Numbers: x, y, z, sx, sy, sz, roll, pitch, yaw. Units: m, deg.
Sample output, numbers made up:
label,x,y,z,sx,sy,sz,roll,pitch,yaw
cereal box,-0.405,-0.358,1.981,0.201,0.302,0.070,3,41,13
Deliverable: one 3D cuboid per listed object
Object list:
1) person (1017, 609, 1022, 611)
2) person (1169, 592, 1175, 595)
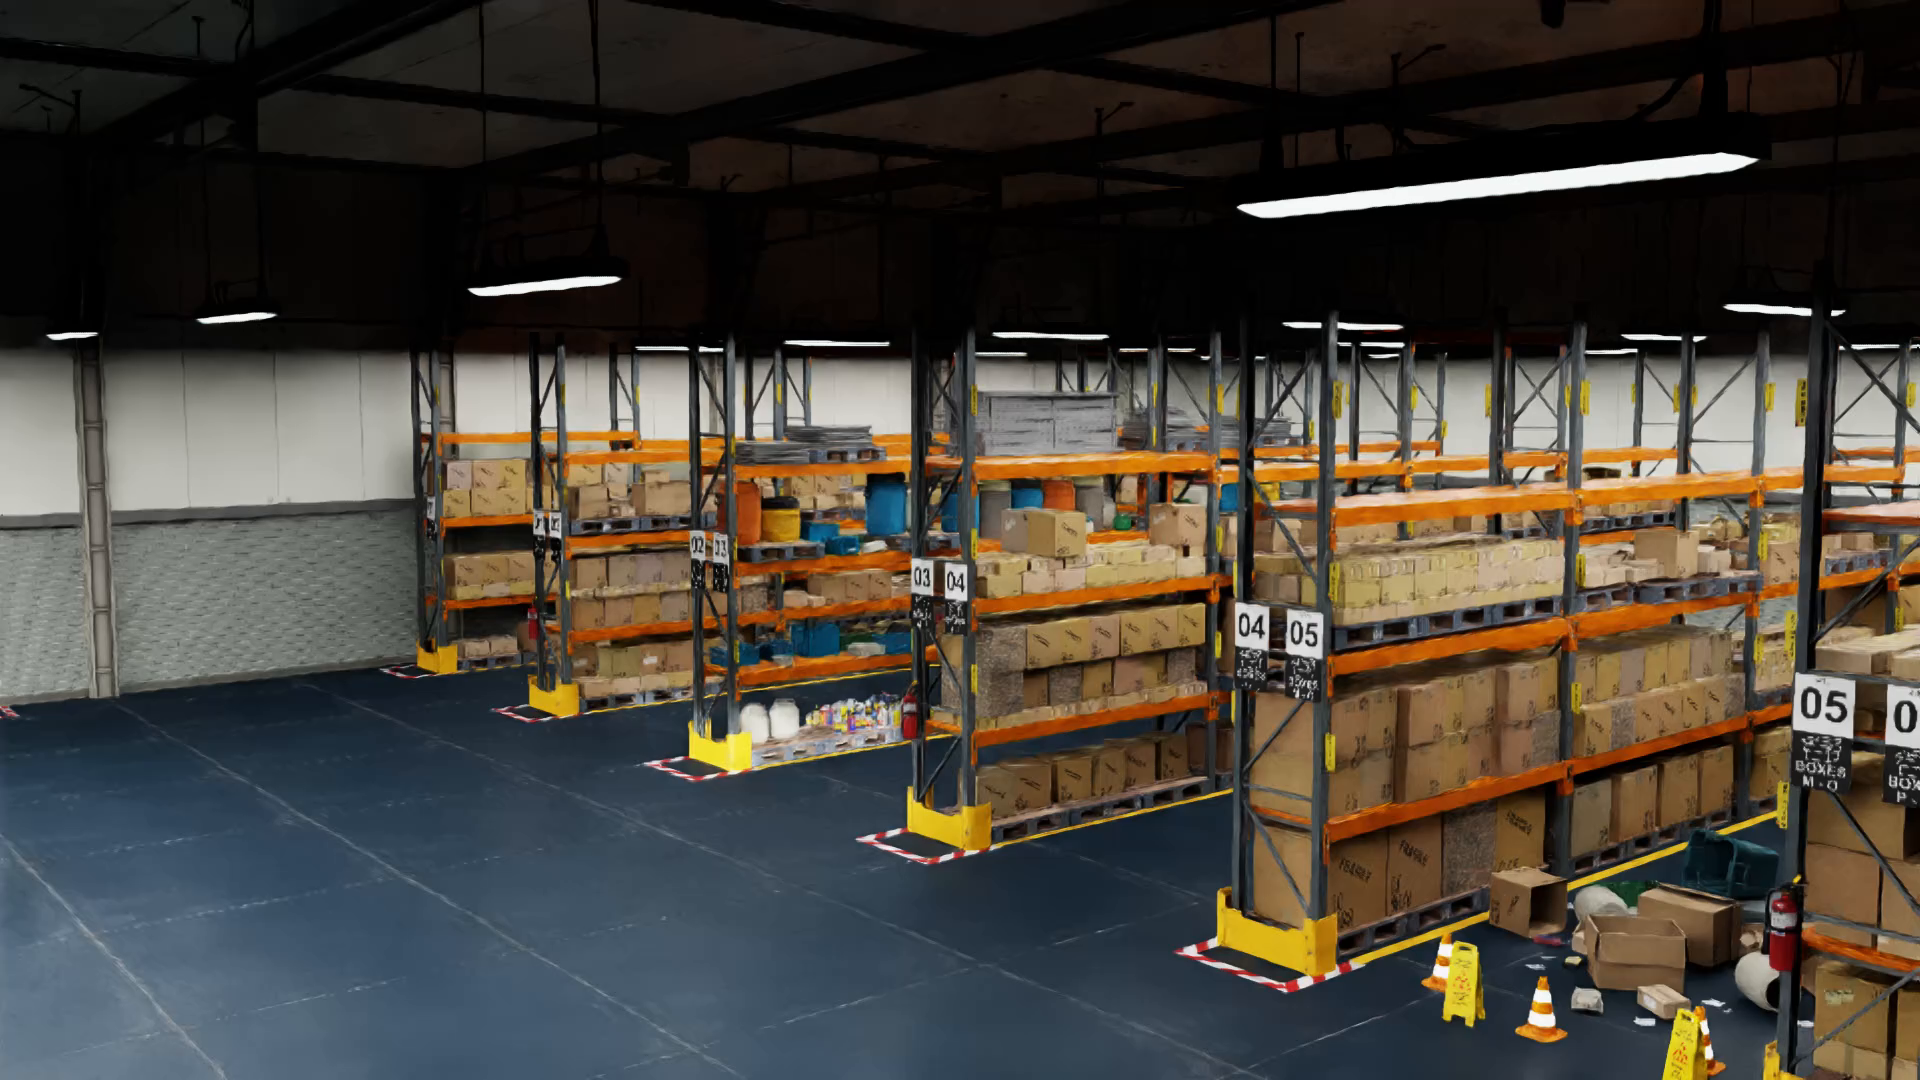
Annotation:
label,x,y,z,sx,sy,sz,roll,pitch,yaw
person,1.137,1.712,27.564,0.680,1.786,0.575,-3,6,-28
person,5.413,0.576,40.237,1.194,1.700,0.581,-5,7,-41
